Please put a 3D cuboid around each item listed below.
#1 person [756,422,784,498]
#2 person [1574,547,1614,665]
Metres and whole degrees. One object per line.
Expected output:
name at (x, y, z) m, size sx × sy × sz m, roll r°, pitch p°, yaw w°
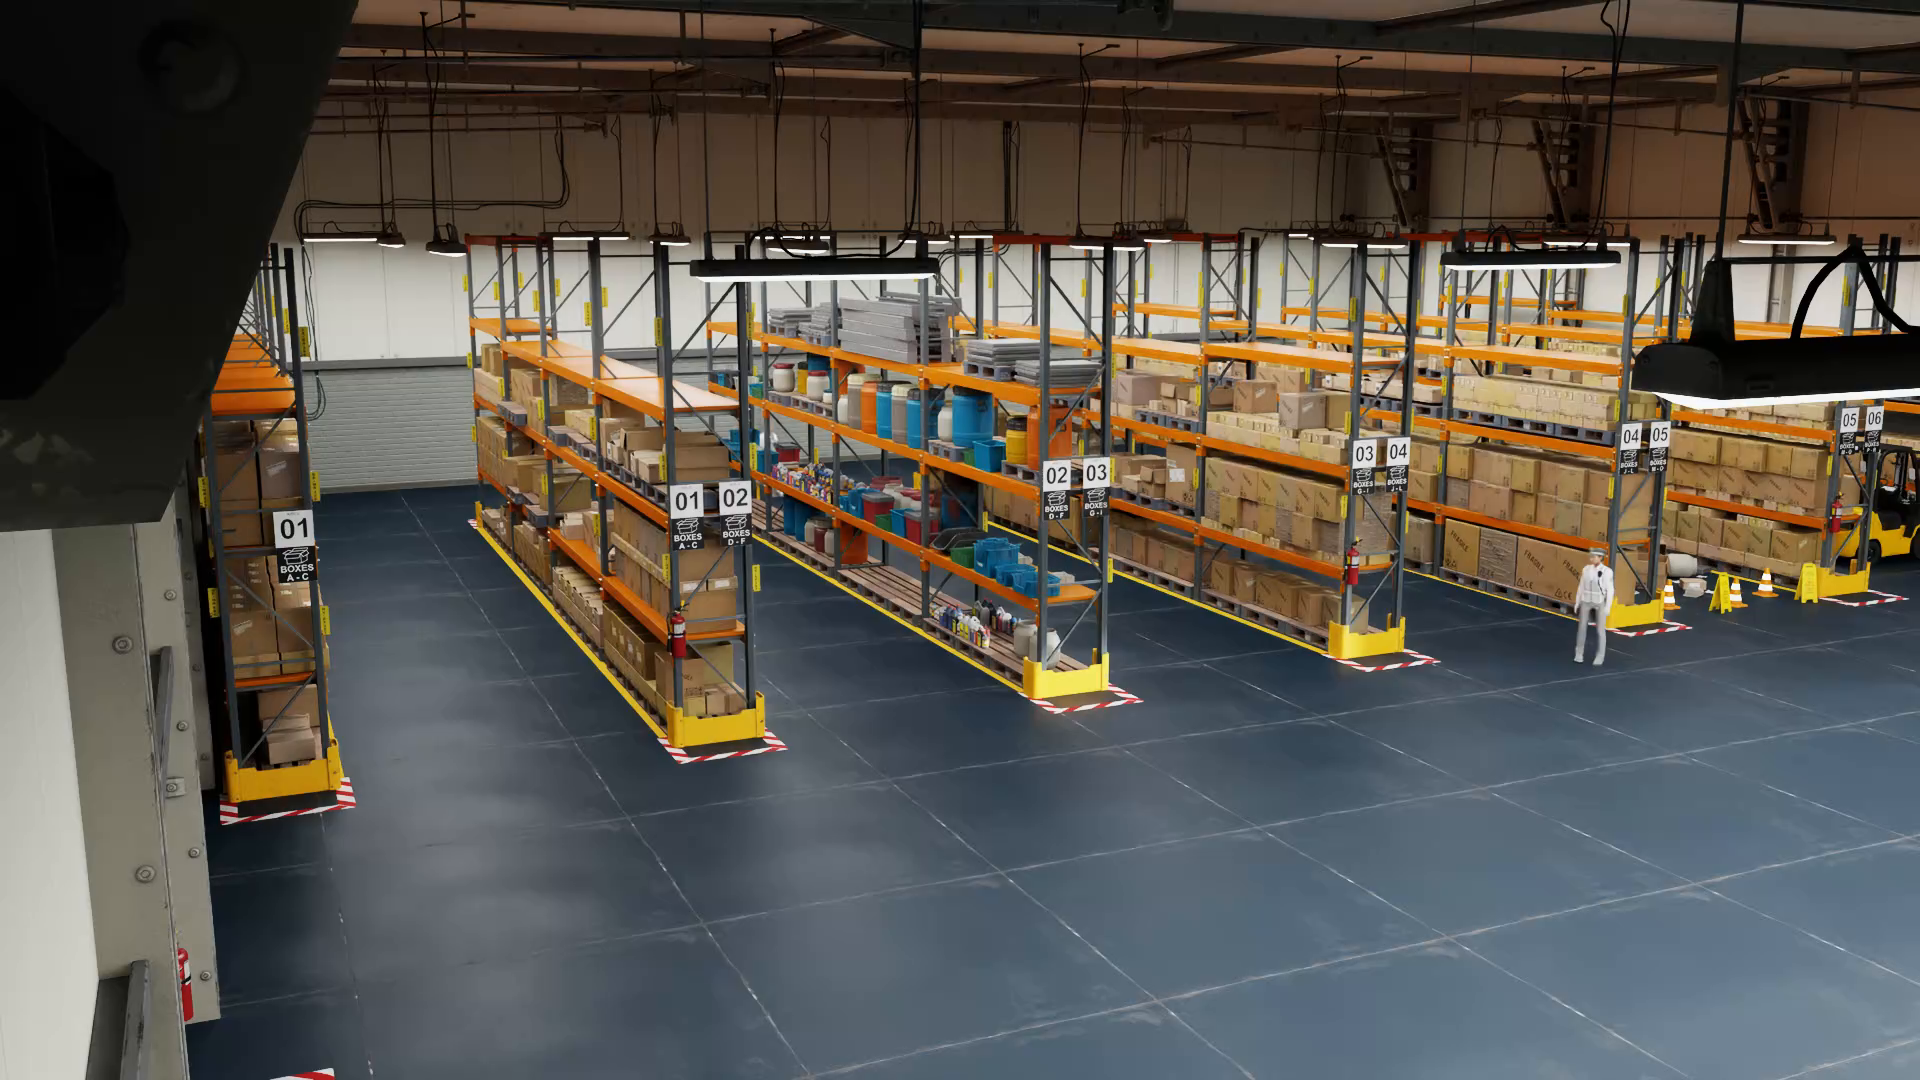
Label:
person at (-4.401, -1.828, 37.928) m, size 0.900 × 1.739 × 0.624 m, roll 3°, pitch 11°, yaw 15°
person at (9.100, 0.929, 23.889) m, size 0.523 × 1.691 × 0.367 m, roll 7°, pitch 13°, yaw 31°
